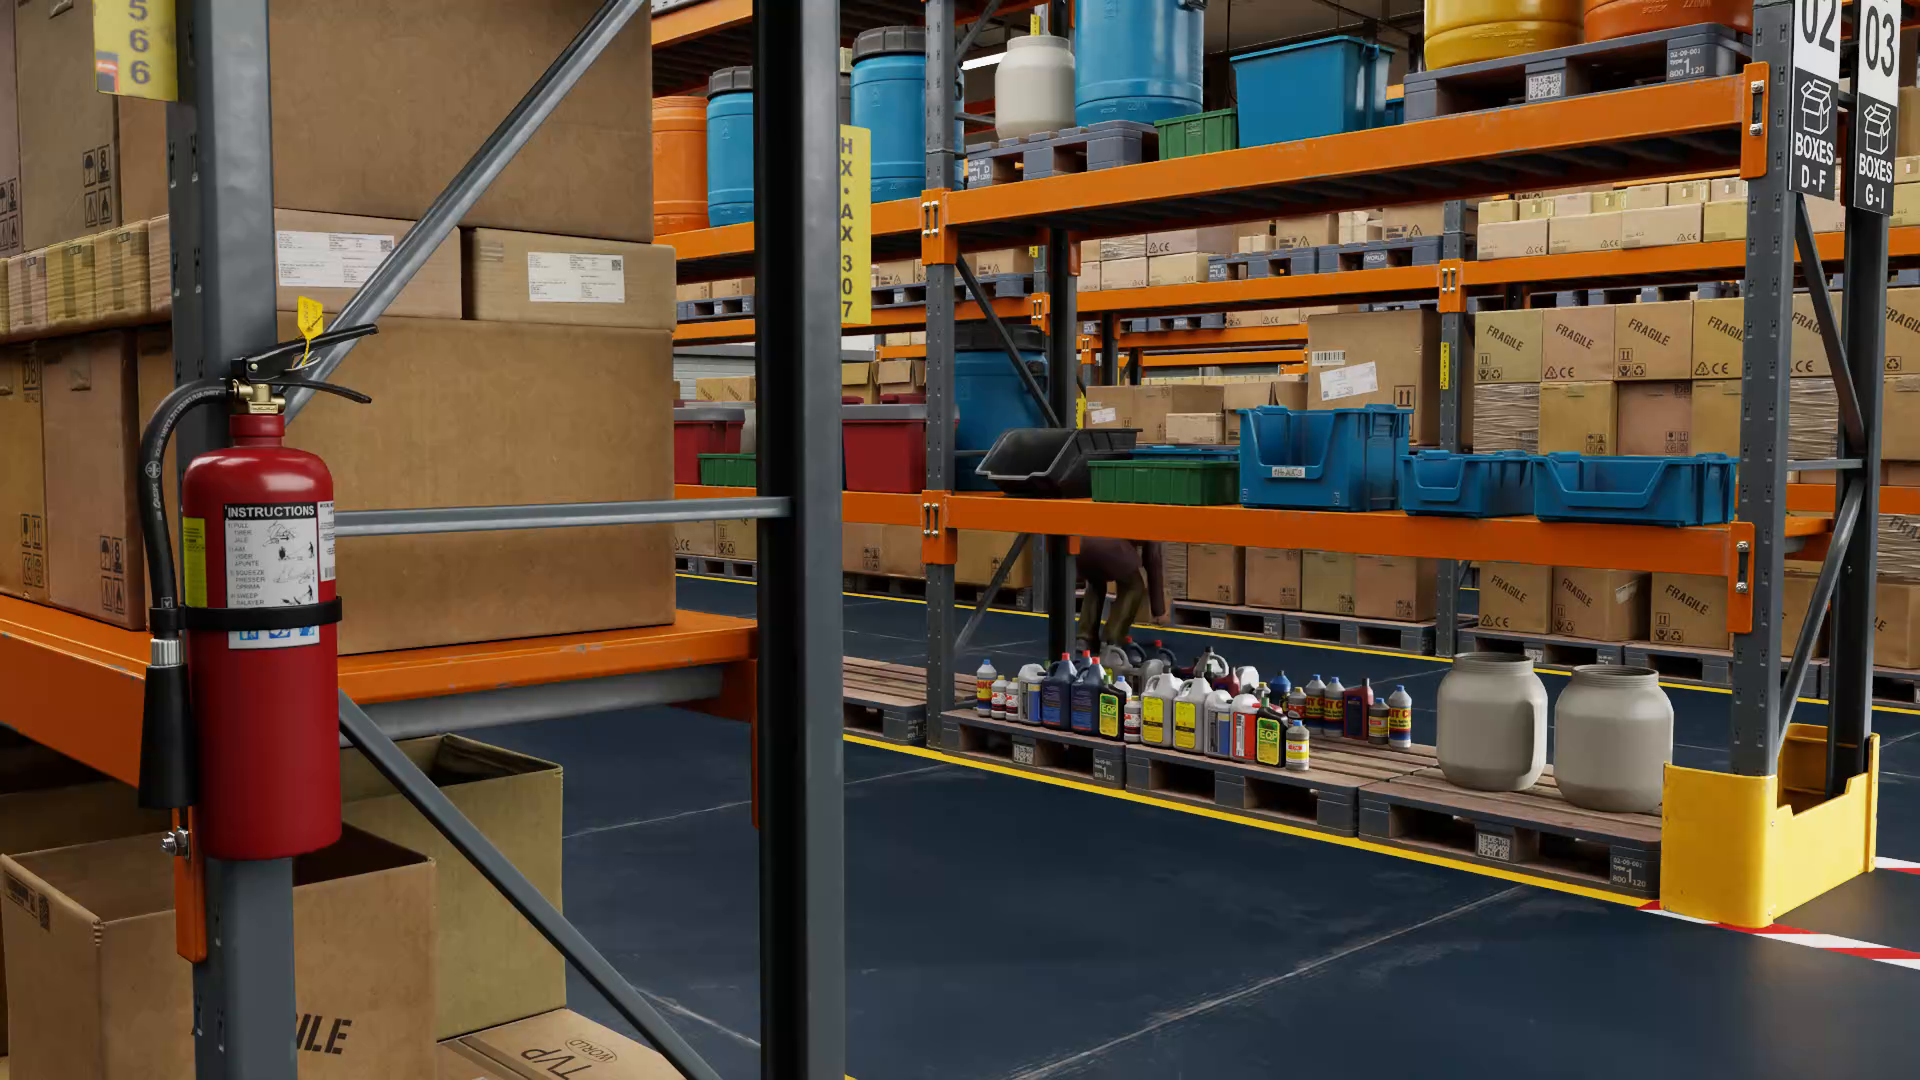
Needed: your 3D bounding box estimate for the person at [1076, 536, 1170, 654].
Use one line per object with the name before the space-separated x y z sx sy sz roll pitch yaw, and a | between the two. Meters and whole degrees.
person | 1.211 0.271 12.332 0.578 1.090 0.950 4 5 43
